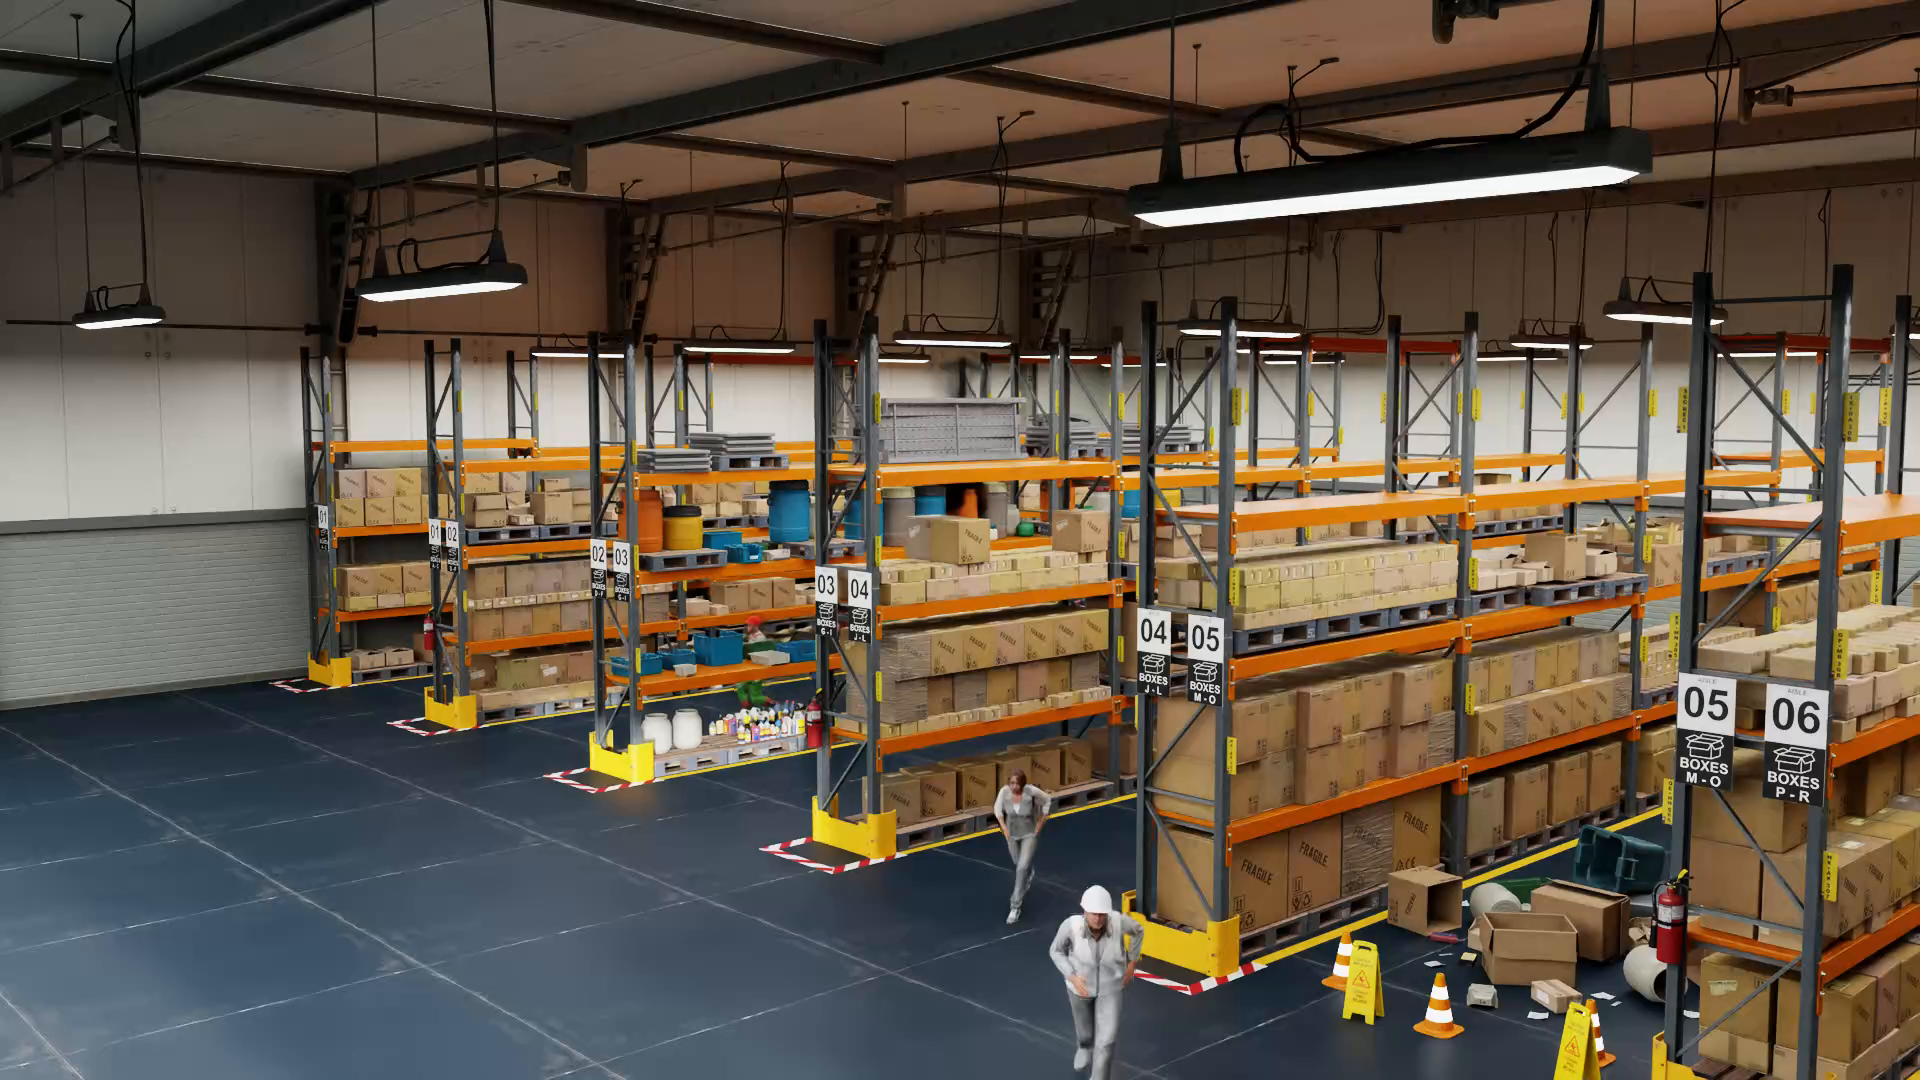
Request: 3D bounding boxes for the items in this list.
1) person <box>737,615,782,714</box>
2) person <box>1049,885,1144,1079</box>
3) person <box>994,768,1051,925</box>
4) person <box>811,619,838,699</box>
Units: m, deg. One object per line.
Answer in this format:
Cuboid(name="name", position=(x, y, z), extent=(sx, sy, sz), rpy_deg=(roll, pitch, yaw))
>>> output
Cuboid(name="person", position=(-3.167, 2.025, 26.129), extent=(0.765, 1.724, 0.735), rpy_deg=(-2, 5, -20))
Cuboid(name="person", position=(0.986, 3.273, 12.140), extent=(0.697, 1.732, 1.045), rpy_deg=(0, 5, -2))
Cuboid(name="person", position=(0.634, 2.967, 16.584), extent=(0.568, 1.547, 0.912), rpy_deg=(1, 5, 9))
Cuboid(name="person", position=(-2.236, 1.993, 27.367), extent=(0.673, 1.574, 0.544), rpy_deg=(-5, 7, -44))
